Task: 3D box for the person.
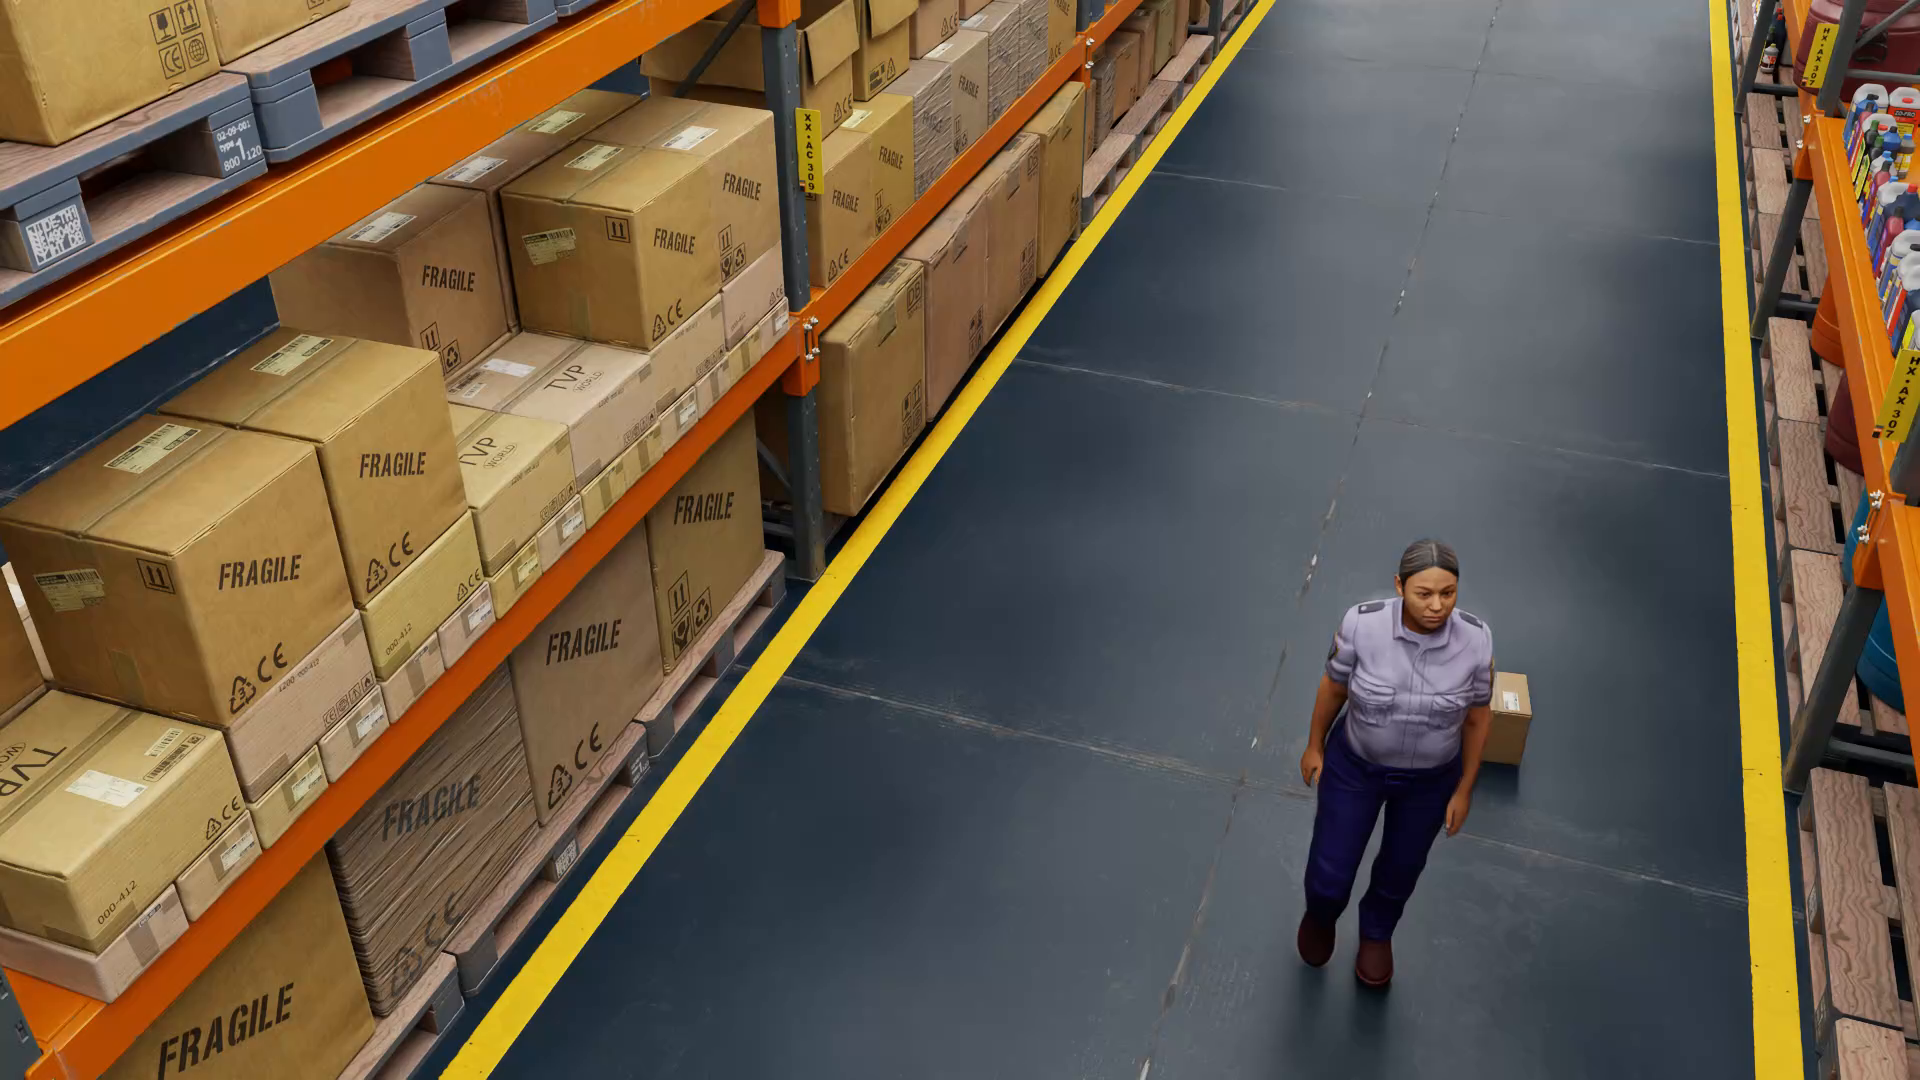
[{"bbox_3d":[1.300,0.736,5.015,0.514,1.670,0.434,4,34,6],"label":"person"}]
